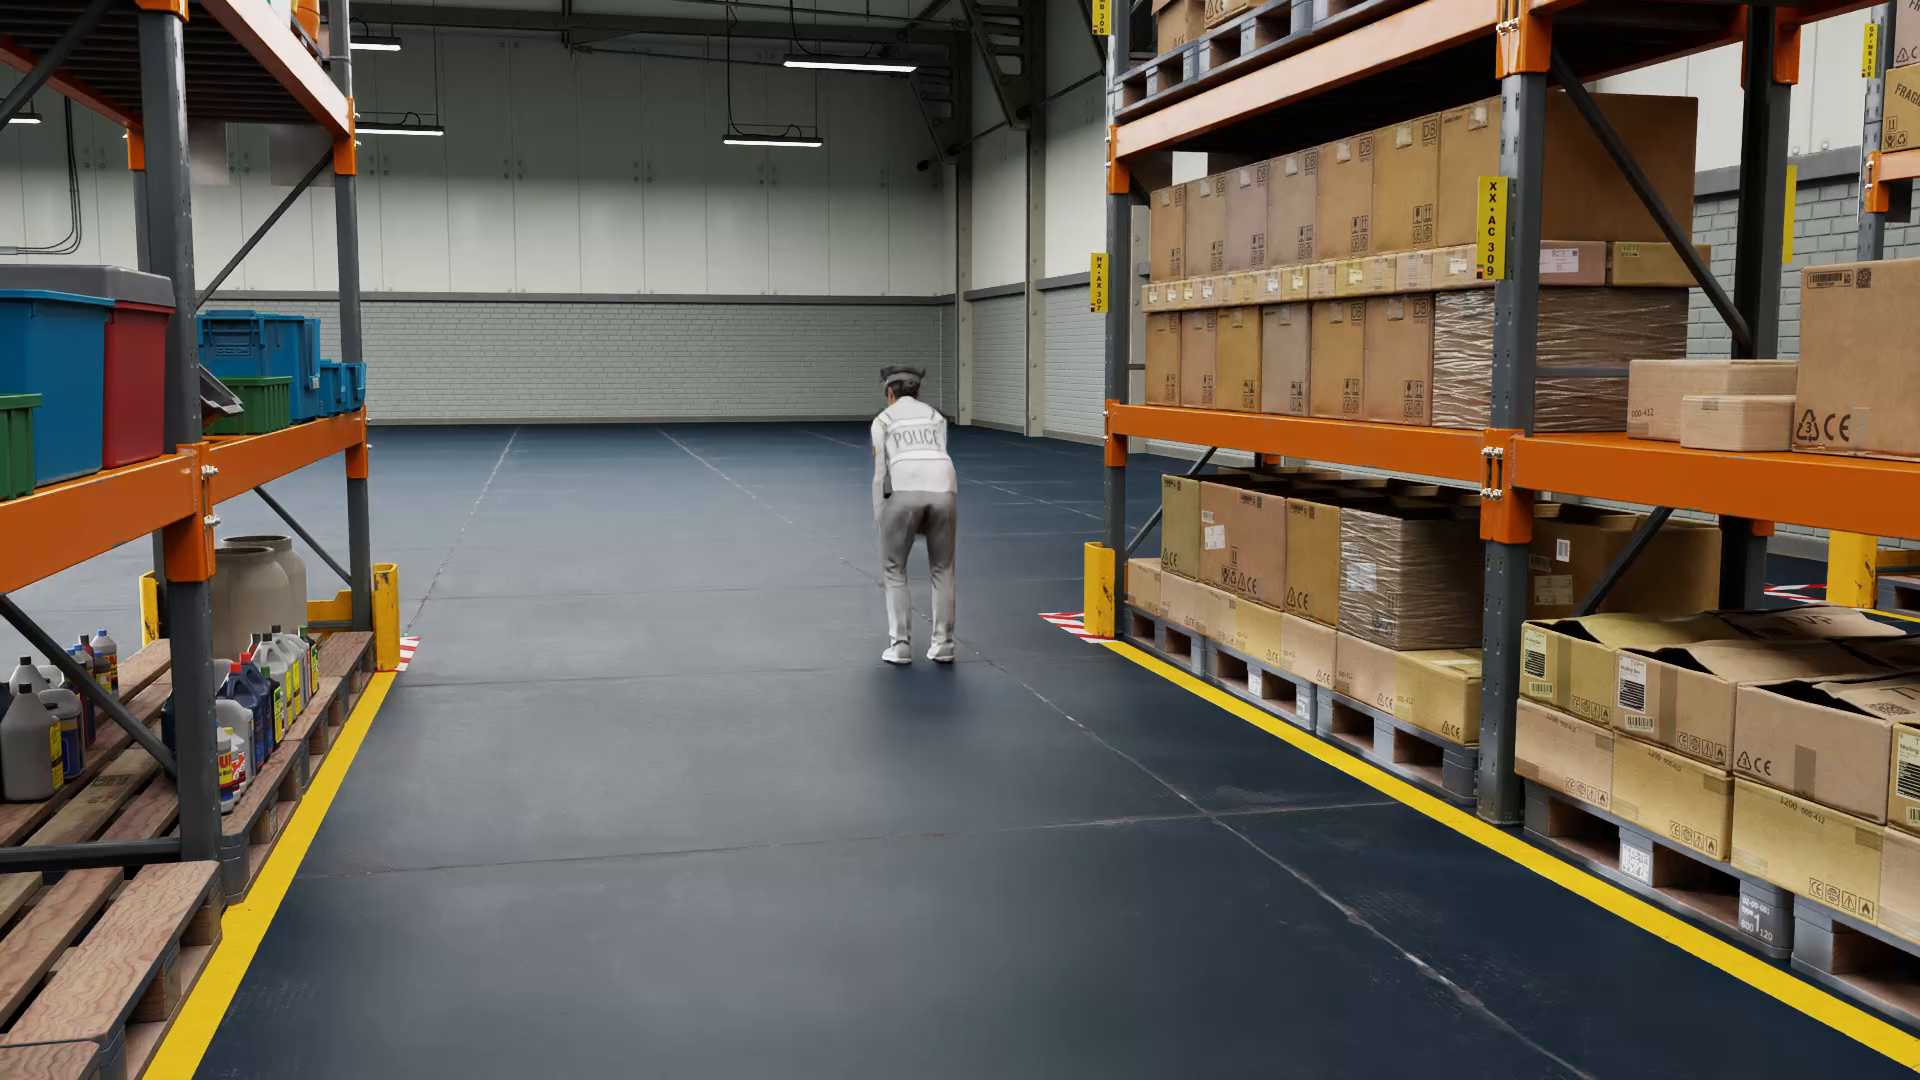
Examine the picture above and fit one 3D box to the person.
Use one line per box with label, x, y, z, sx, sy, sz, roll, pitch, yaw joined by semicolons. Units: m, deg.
person;-0.249;-0.144;8.648;0.408;1.531;0.692;-2;6;-15
